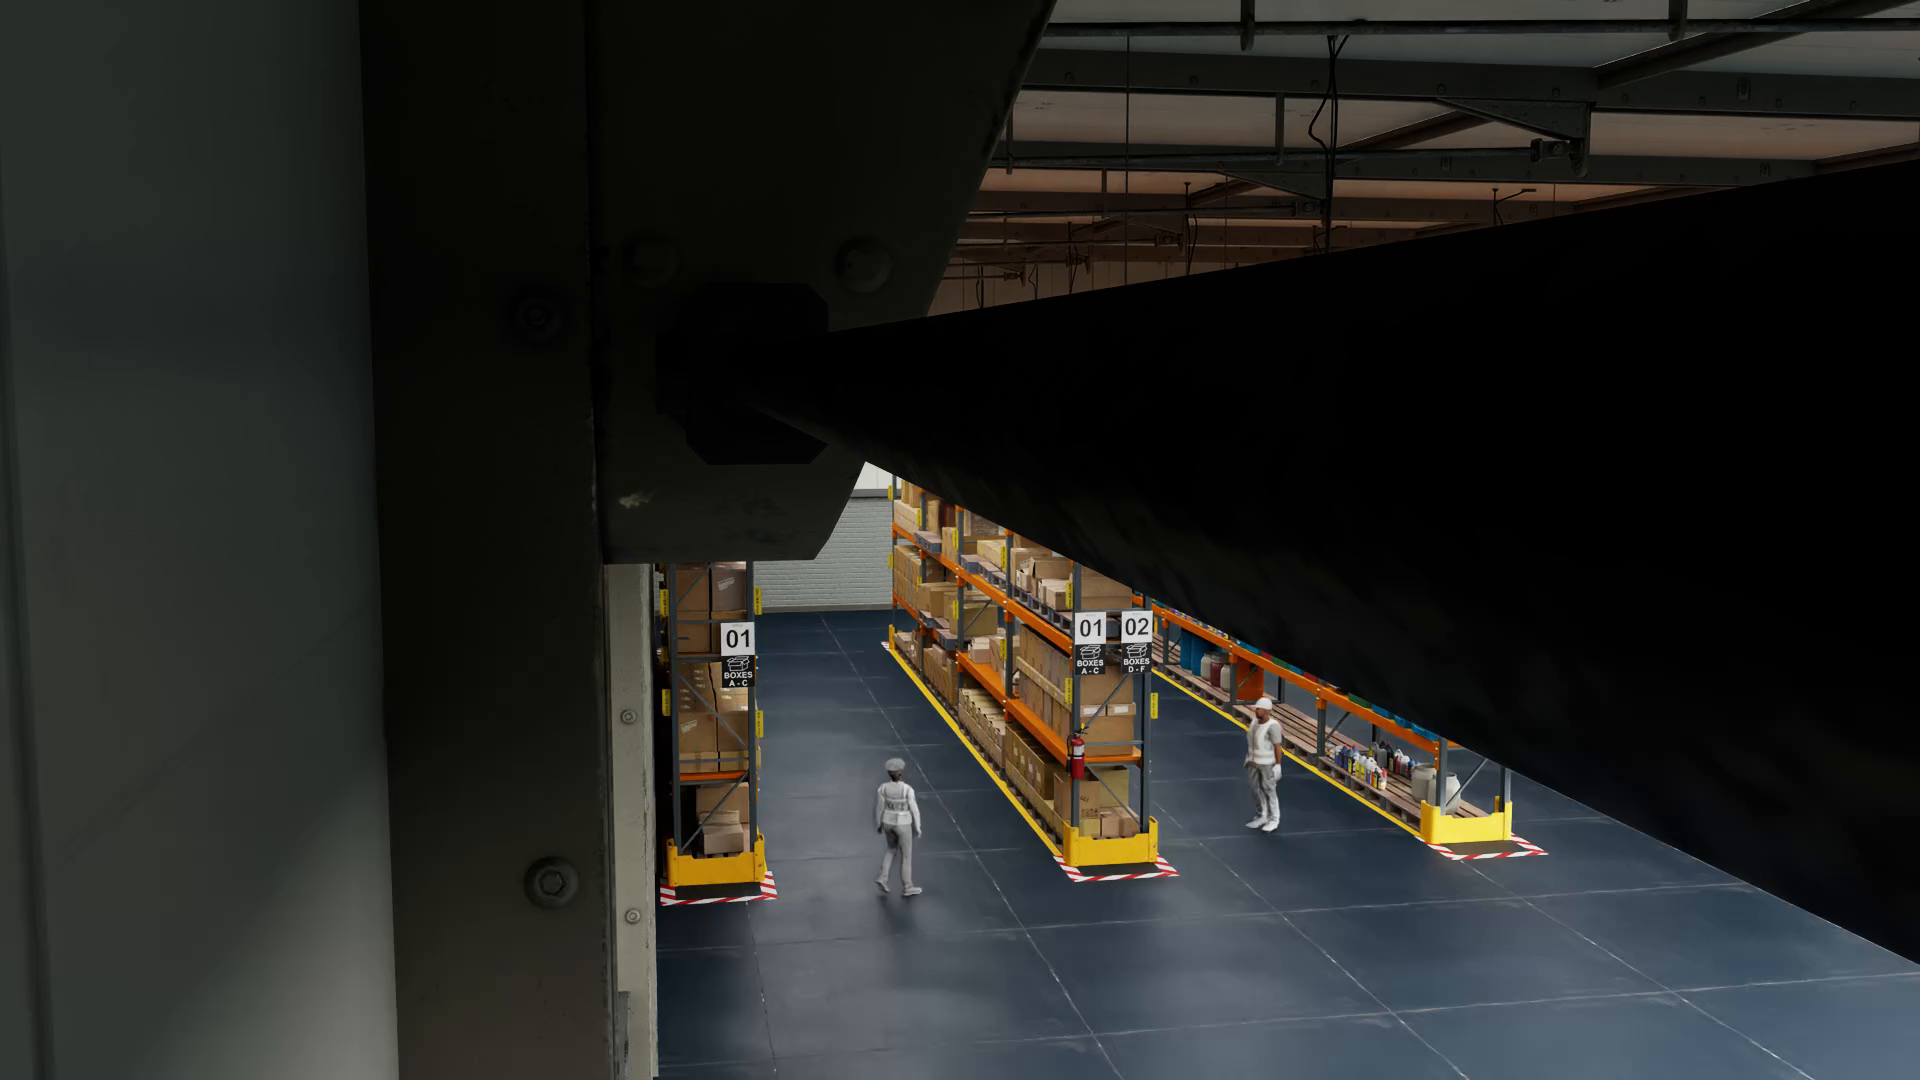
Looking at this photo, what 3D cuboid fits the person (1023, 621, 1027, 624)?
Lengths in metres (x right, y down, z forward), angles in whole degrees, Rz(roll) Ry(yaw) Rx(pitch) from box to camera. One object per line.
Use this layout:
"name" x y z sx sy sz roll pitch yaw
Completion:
"person" 1.591 1.644 35.416 0.616 1.738 0.999 -2 6 -16

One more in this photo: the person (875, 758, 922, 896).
"person" -0.738 3.387 19.647 0.548 1.672 0.535 4 7 32

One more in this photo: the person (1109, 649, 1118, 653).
"person" 3.239 1.601 35.954 0.481 1.721 0.541 -2 7 -21

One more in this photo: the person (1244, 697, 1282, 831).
"person" 4.089 3.026 22.424 0.363 1.820 0.666 -4 7 -32
